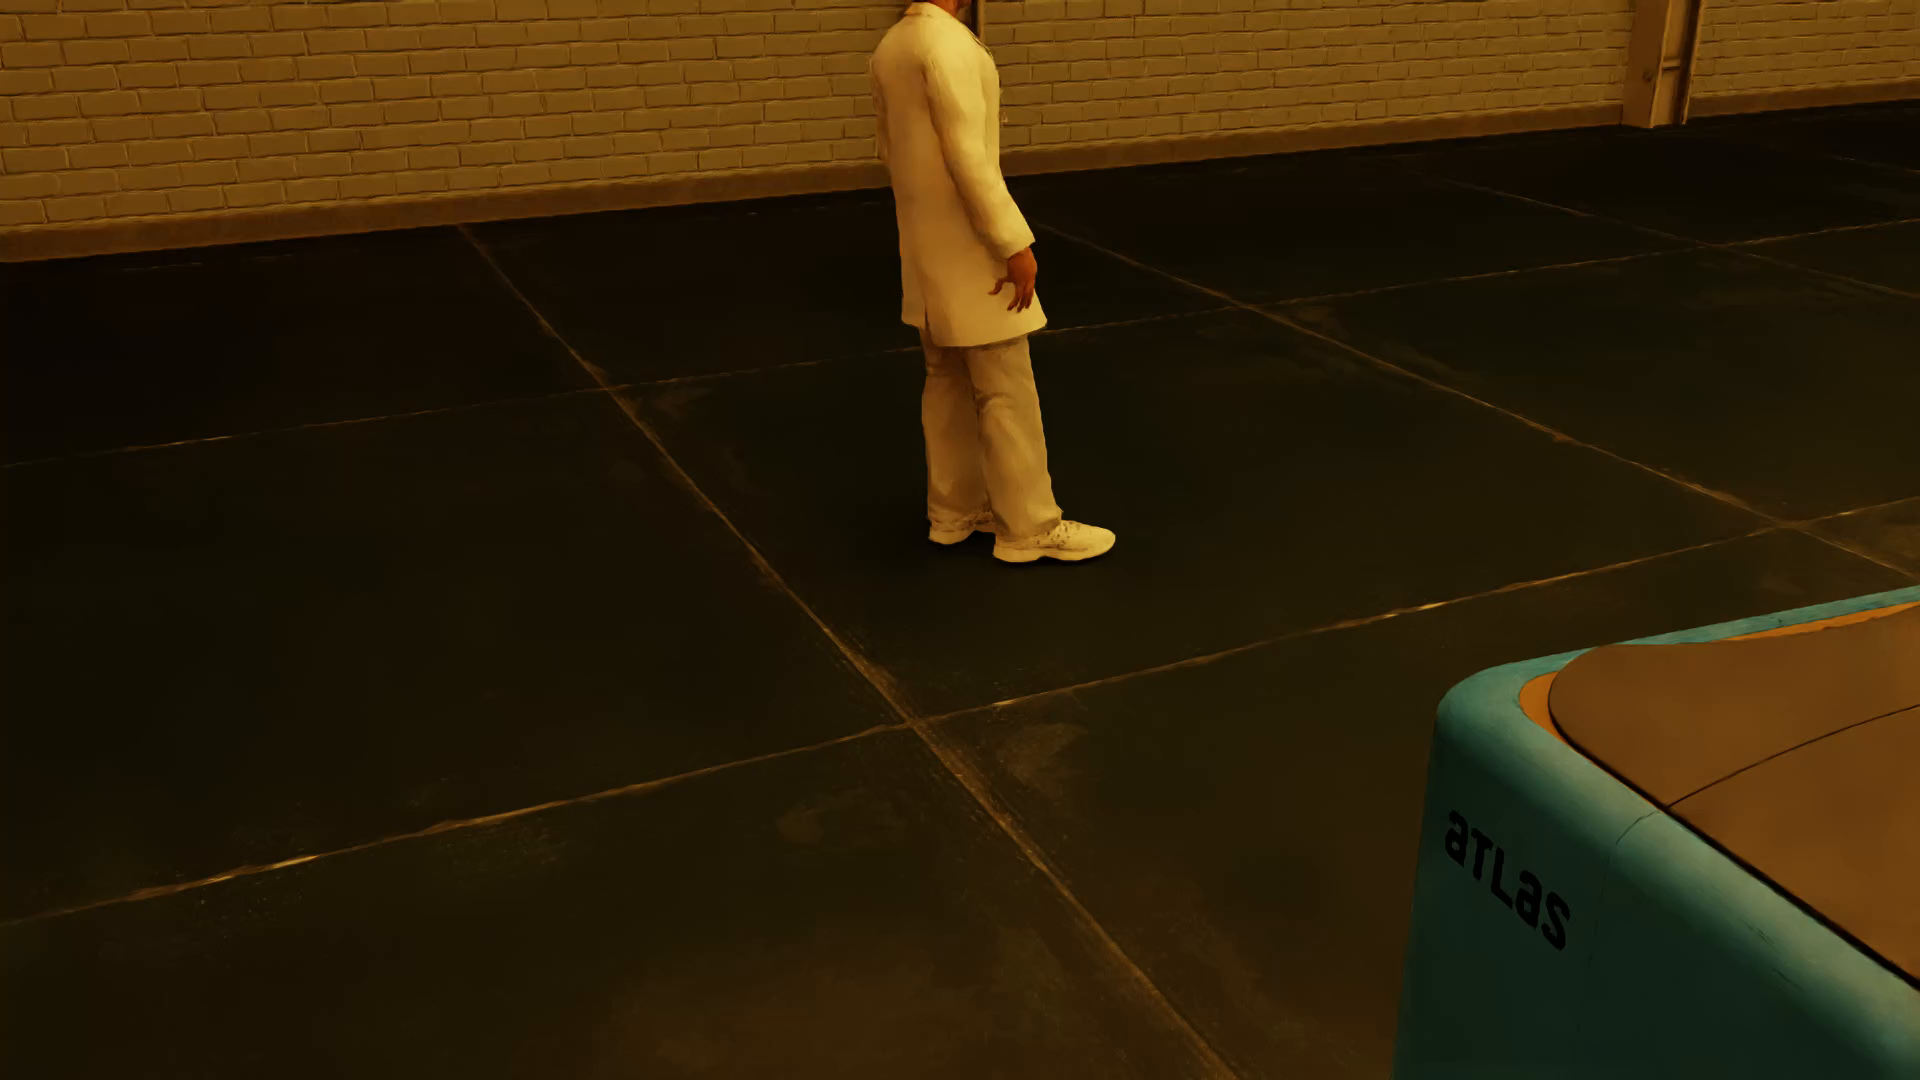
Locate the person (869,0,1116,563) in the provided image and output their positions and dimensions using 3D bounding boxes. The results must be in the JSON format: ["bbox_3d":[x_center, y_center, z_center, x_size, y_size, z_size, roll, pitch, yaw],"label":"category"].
[{"bbox_3d":[0.084,-0.841,4.795,0.579,1.776,0.694,-10,25,-23],"label":"person"}]
